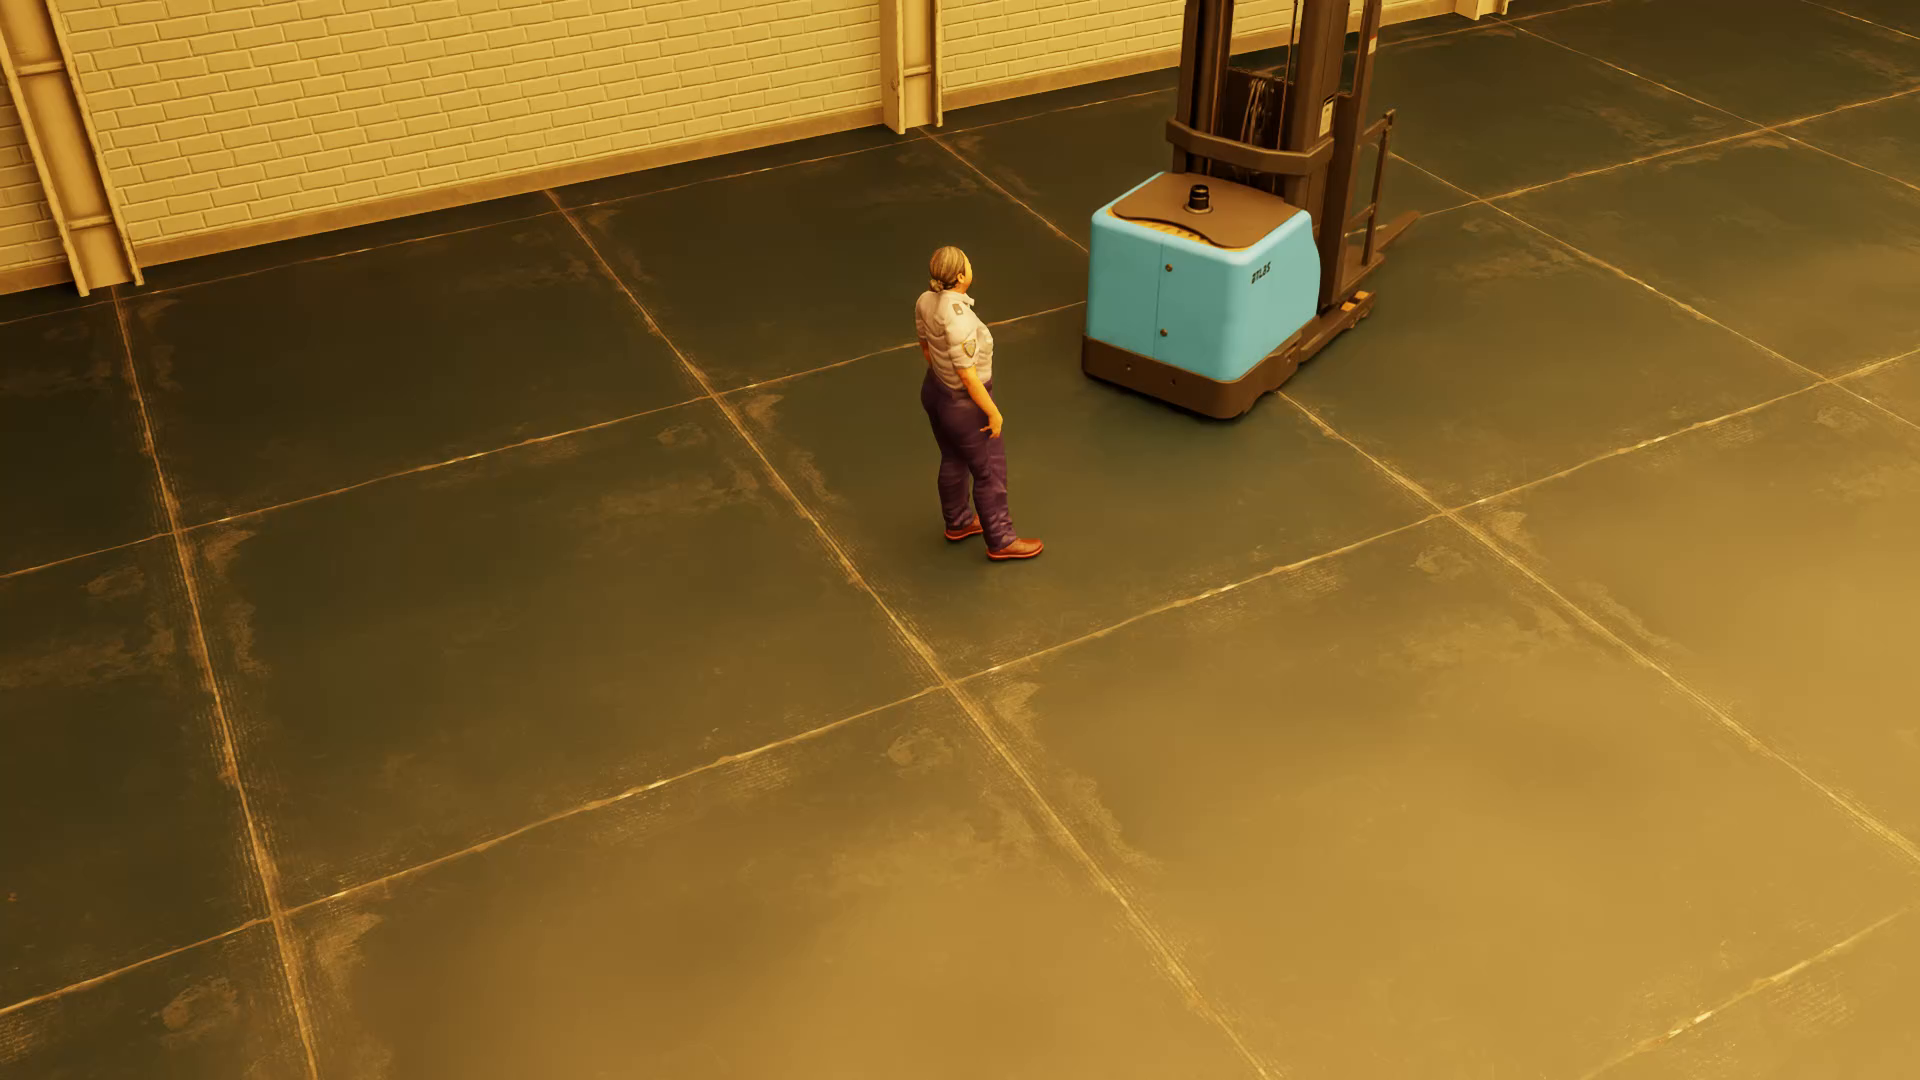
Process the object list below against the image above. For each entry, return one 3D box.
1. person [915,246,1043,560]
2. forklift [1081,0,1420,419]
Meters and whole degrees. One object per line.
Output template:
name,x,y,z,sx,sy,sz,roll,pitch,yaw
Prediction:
person,0.091,-0.691,8.200,0.502,1.651,0.598,-17,39,-23
forklift,2.009,-2.689,9.927,1.130,2.935,3.031,23,41,29
